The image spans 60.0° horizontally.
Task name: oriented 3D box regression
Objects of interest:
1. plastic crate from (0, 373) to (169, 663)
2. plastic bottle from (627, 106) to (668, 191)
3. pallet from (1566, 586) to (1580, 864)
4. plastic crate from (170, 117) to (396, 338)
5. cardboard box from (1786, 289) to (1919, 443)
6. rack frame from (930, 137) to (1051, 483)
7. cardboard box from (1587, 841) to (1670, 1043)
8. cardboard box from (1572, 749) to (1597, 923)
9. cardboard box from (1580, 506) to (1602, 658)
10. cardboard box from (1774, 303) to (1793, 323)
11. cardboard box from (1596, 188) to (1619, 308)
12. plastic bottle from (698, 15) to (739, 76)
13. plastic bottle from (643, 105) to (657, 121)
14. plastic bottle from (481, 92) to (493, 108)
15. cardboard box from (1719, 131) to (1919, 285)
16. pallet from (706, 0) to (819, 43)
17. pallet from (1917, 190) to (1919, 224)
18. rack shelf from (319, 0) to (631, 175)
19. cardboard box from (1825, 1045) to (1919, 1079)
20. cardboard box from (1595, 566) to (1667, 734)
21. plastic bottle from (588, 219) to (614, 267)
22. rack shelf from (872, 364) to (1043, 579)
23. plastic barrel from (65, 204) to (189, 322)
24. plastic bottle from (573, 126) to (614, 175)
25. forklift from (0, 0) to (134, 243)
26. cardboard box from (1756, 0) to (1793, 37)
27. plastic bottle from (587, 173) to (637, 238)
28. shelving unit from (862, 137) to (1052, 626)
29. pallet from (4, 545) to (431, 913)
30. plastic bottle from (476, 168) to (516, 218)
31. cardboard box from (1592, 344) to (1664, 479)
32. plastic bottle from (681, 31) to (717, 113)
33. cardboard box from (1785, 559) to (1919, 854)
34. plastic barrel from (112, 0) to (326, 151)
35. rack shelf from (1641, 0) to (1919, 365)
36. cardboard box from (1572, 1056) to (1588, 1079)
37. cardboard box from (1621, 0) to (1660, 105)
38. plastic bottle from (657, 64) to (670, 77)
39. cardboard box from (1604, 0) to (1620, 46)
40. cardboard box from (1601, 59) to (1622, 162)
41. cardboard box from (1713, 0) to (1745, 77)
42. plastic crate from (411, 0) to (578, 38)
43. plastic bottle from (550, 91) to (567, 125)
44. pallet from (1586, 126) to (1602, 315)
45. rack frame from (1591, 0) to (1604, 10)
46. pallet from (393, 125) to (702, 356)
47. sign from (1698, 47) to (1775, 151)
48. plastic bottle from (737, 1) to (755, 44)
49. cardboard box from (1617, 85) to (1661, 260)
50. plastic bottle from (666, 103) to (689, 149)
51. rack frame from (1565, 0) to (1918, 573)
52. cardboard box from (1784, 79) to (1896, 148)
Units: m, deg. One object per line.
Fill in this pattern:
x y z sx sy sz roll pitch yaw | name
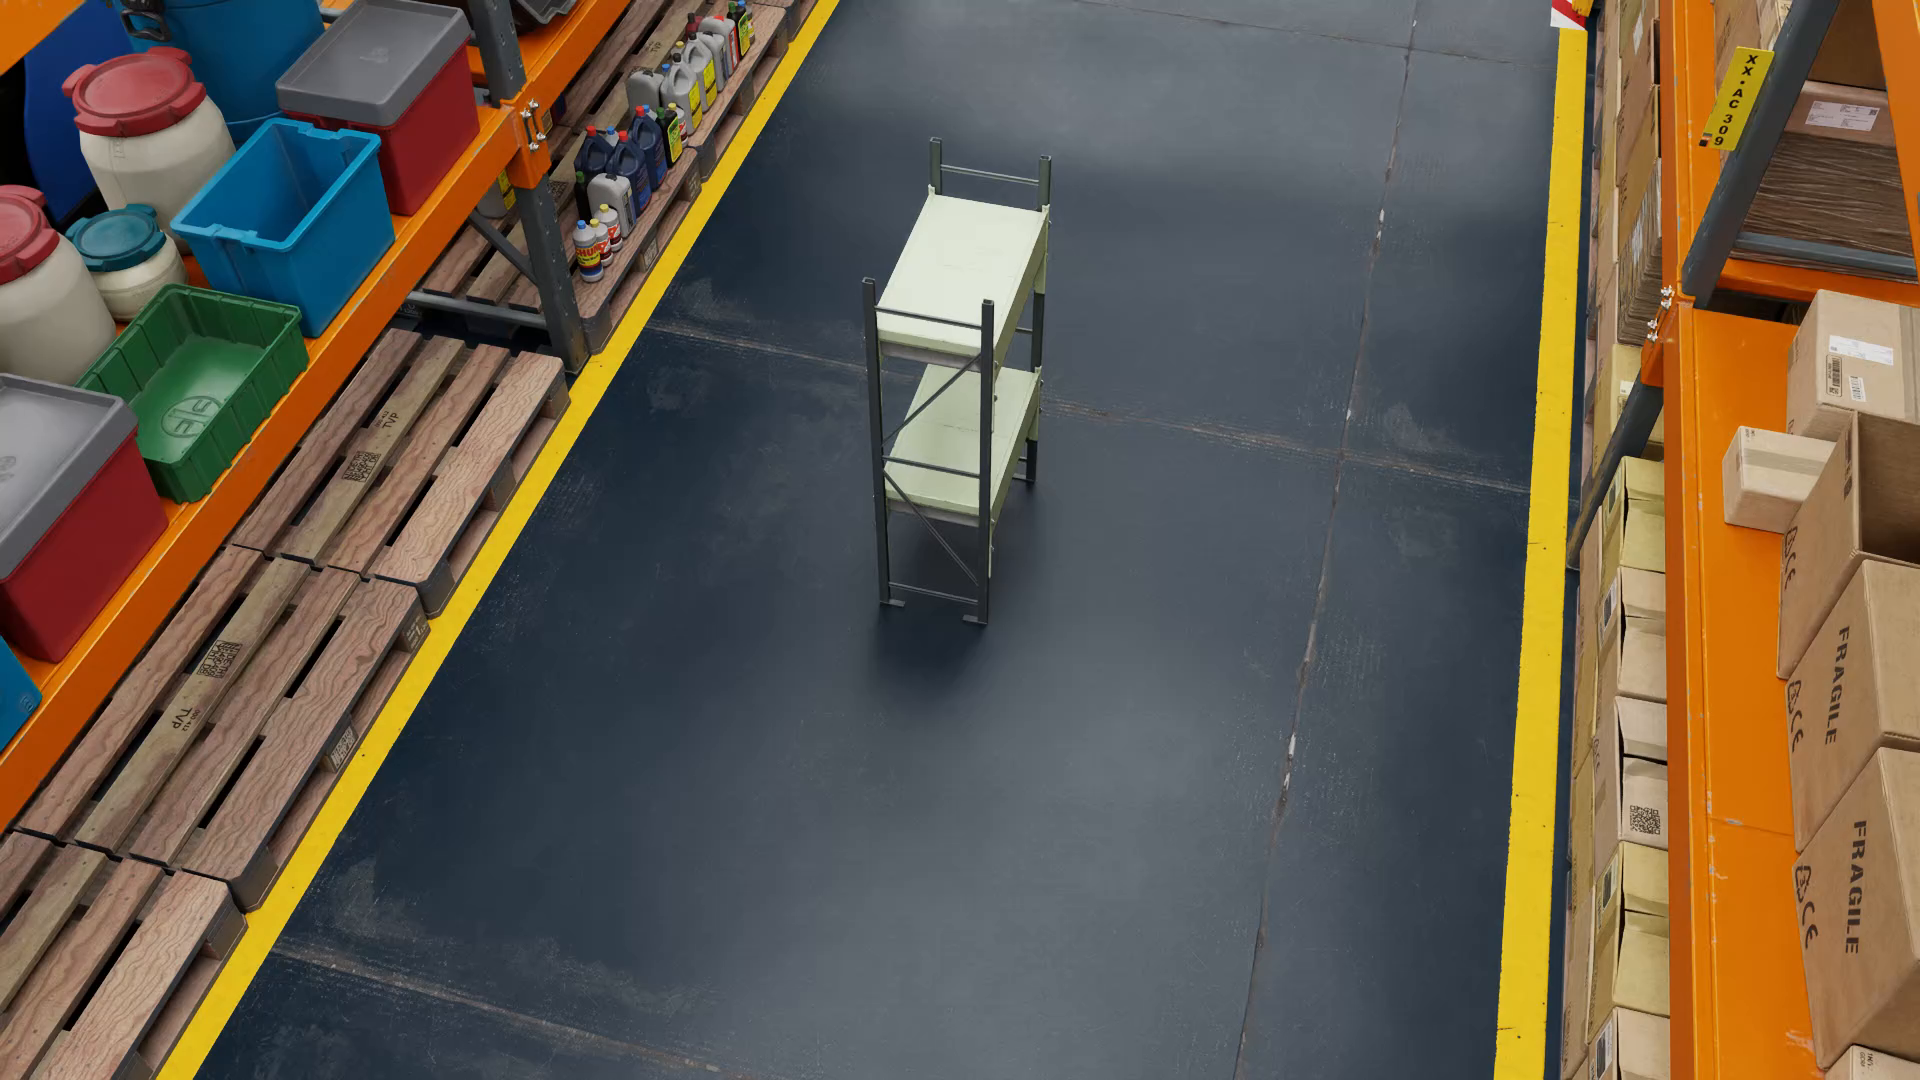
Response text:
-2.372 -0.045 4.246 0.402 0.464 0.583 12 50 10 | plastic crate
-1.377 -1.716 7.237 0.144 0.351 0.185 10 49 8 | plastic bottle
2.582 0.635 5.549 1.003 0.211 1.213 12 50 10 | pallet
-2.030 -0.944 5.093 0.392 0.384 0.575 12 50 10 | plastic crate
2.651 -0.414 4.715 0.500 0.250 0.500 14 50 12 | cardboard box
0.098 -0.766 5.926 0.400 1.500 0.023 12 50 10 | rack frame
1.986 1.119 4.442 0.500 0.311 0.500 13 50 11 | cardboard box
2.123 0.930 4.982 0.500 0.250 0.500 10 49 9 | cardboard box
2.393 0.185 5.640 0.500 0.250 0.500 10 49 9 | cardboard box
3.286 -0.943 6.135 0.500 0.500 0.500 12 50 10 | cardboard box
2.908 -1.160 6.827 0.500 0.250 0.500 12 50 10 | cardboard box
-1.140 -2.354 7.850 0.152 0.276 0.135 12 50 10 | plastic bottle
-1.375 -1.804 7.367 0.097 0.271 0.097 0 49 0 | plastic bottle
-2.095 -1.843 7.394 0.061 0.283 0.133 15 50 13 | plastic bottle
2.849 -1.184 5.227 0.700 0.500 0.500 10 49 9 | cardboard box
-1.181 -3.128 8.870 1.003 0.211 1.213 12 50 10 | pallet
2.069 -0.183 2.536 1.003 0.211 1.213 14 50 12 | pallet
-1.513 -3.017 7.392 1.077 0.370 4.000 12 50 10 | rack shelf
1.967 1.214 3.345 0.380 0.149 0.250 15 50 13 | cardboard box
2.252 0.368 5.105 0.500 0.311 0.500 11 49 10 | cardboard box
-1.506 -1.246 6.922 0.097 0.201 0.097 0 49 0 | plastic bottle
0.002 -0.285 5.936 0.431 0.370 0.720 12 50 10 | rack shelf
-2.536 -0.836 5.079 0.301 0.262 0.301 0 49 0 | plastic barrel
-1.566 -1.608 7.142 0.144 0.351 0.185 12 50 10 | plastic bottle
-4.420 -1.881 5.955 1.130 2.935 3.031 12 50 10 | forklift
2.736 -1.684 5.236 0.380 0.149 0.250 10 49 9 | cardboard box
-1.474 -1.436 7.040 0.152 0.276 0.135 13 50 11 | plastic bottle
0.002 -0.501 5.692 0.431 1.500 0.755 12 50 10 | shelving unit
-2.528 0.575 5.602 1.003 0.211 1.213 12 50 10 | pallet
-2.009 -1.572 7.110 0.144 0.351 0.185 12 50 10 | plastic bottle
2.649 -0.436 6.188 0.500 0.250 0.500 12 50 10 | cardboard box
-1.216 -2.158 7.627 0.144 0.351 0.185 13 50 12 | plastic bottle
2.250 0.434 3.800 0.500 0.500 0.500 12 50 10 | cardboard box
-2.434 -1.755 5.464 0.600 0.901 0.708 12 50 10 | plastic barrel
3.264 -2.037 6.527 1.077 0.370 4.000 12 50 10 | rack shelf
1.856 1.670 4.329 0.500 0.250 0.500 13 50 11 | cardboard box
3.186 -2.129 7.182 0.500 0.500 0.500 12 50 10 | cardboard box
-1.344 -2.101 7.677 0.097 0.201 0.097 0 49 0 | plastic bottle
3.435 -2.607 8.104 0.500 0.250 0.500 12 50 10 | cardboard box
3.175 -1.883 7.465 0.500 0.250 0.500 12 50 10 | cardboard box
3.117 -1.929 5.885 0.700 0.500 0.500 12 50 11 | cardboard box
-1.779 -2.142 6.181 0.767 0.338 0.504 12 50 10 | plastic crate
-1.863 -2.047 7.574 0.061 0.283 0.133 12 50 10 | plastic bottle
3.307 -1.358 7.308 1.003 0.211 1.213 12 50 10 | pallet
3.791 -3.722 7.534 1.000 3.000 0.127 12 50 10 | rack frame
-1.823 -1.363 7.313 1.003 0.211 1.213 12 50 10 | pallet
2.202 -1.250 4.722 0.100 0.325 0.005 12 50 10 | sign
-1.047 -2.507 8.035 0.097 0.201 0.097 0 49 0 | plastic bottle
2.920 -1.406 6.544 0.500 0.500 0.500 12 50 10 | cardboard box
-1.280 -1.867 7.470 0.097 0.201 0.097 0 49 0 | plastic bottle
2.738 -0.828 4.980 1.000 3.000 0.127 12 50 10 | rack frame
2.603 -1.315 4.911 0.380 0.149 0.250 12 50 10 | cardboard box
